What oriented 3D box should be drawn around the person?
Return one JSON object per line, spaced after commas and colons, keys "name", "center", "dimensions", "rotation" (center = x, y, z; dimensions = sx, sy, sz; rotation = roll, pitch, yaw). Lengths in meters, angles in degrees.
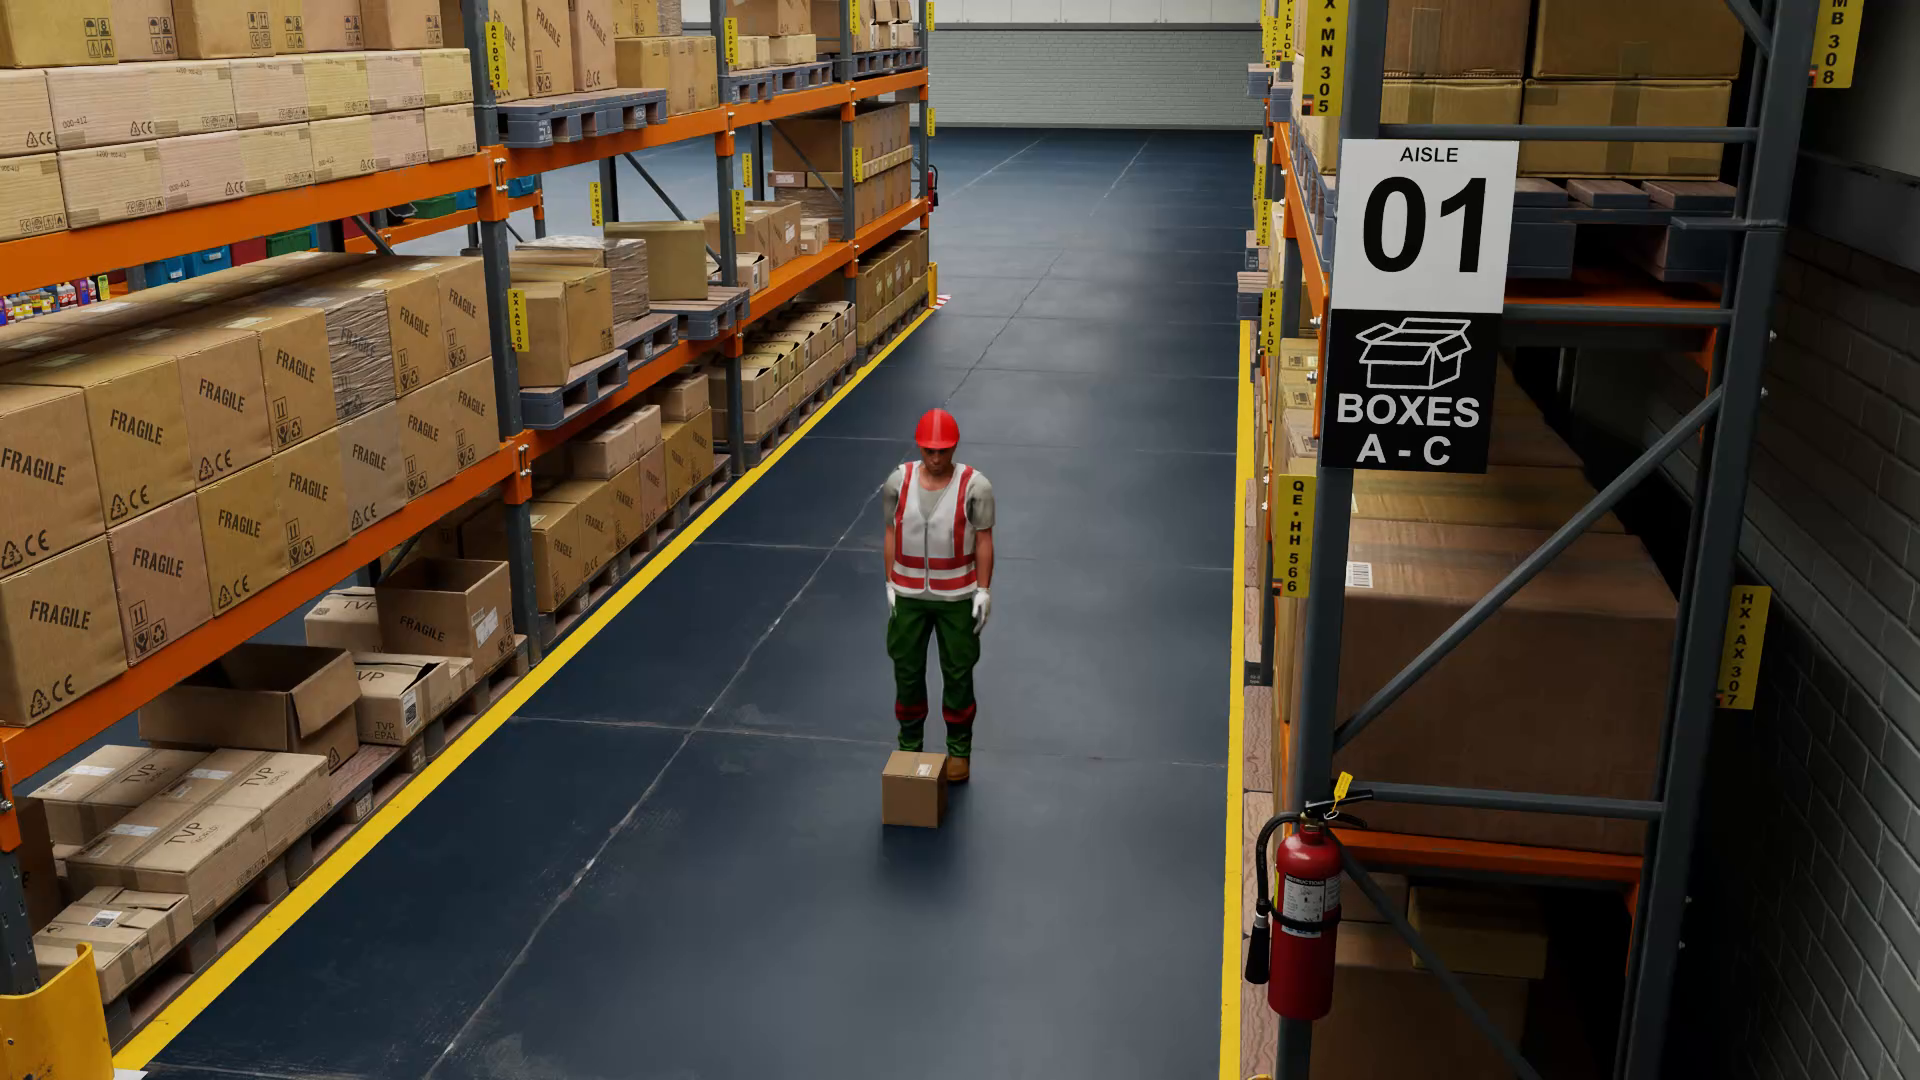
{"name": "person", "center": [-0.106, 0.257, 7.726], "dimensions": [0.527, 1.780, 0.351], "rotation": [3, 18, 10]}
